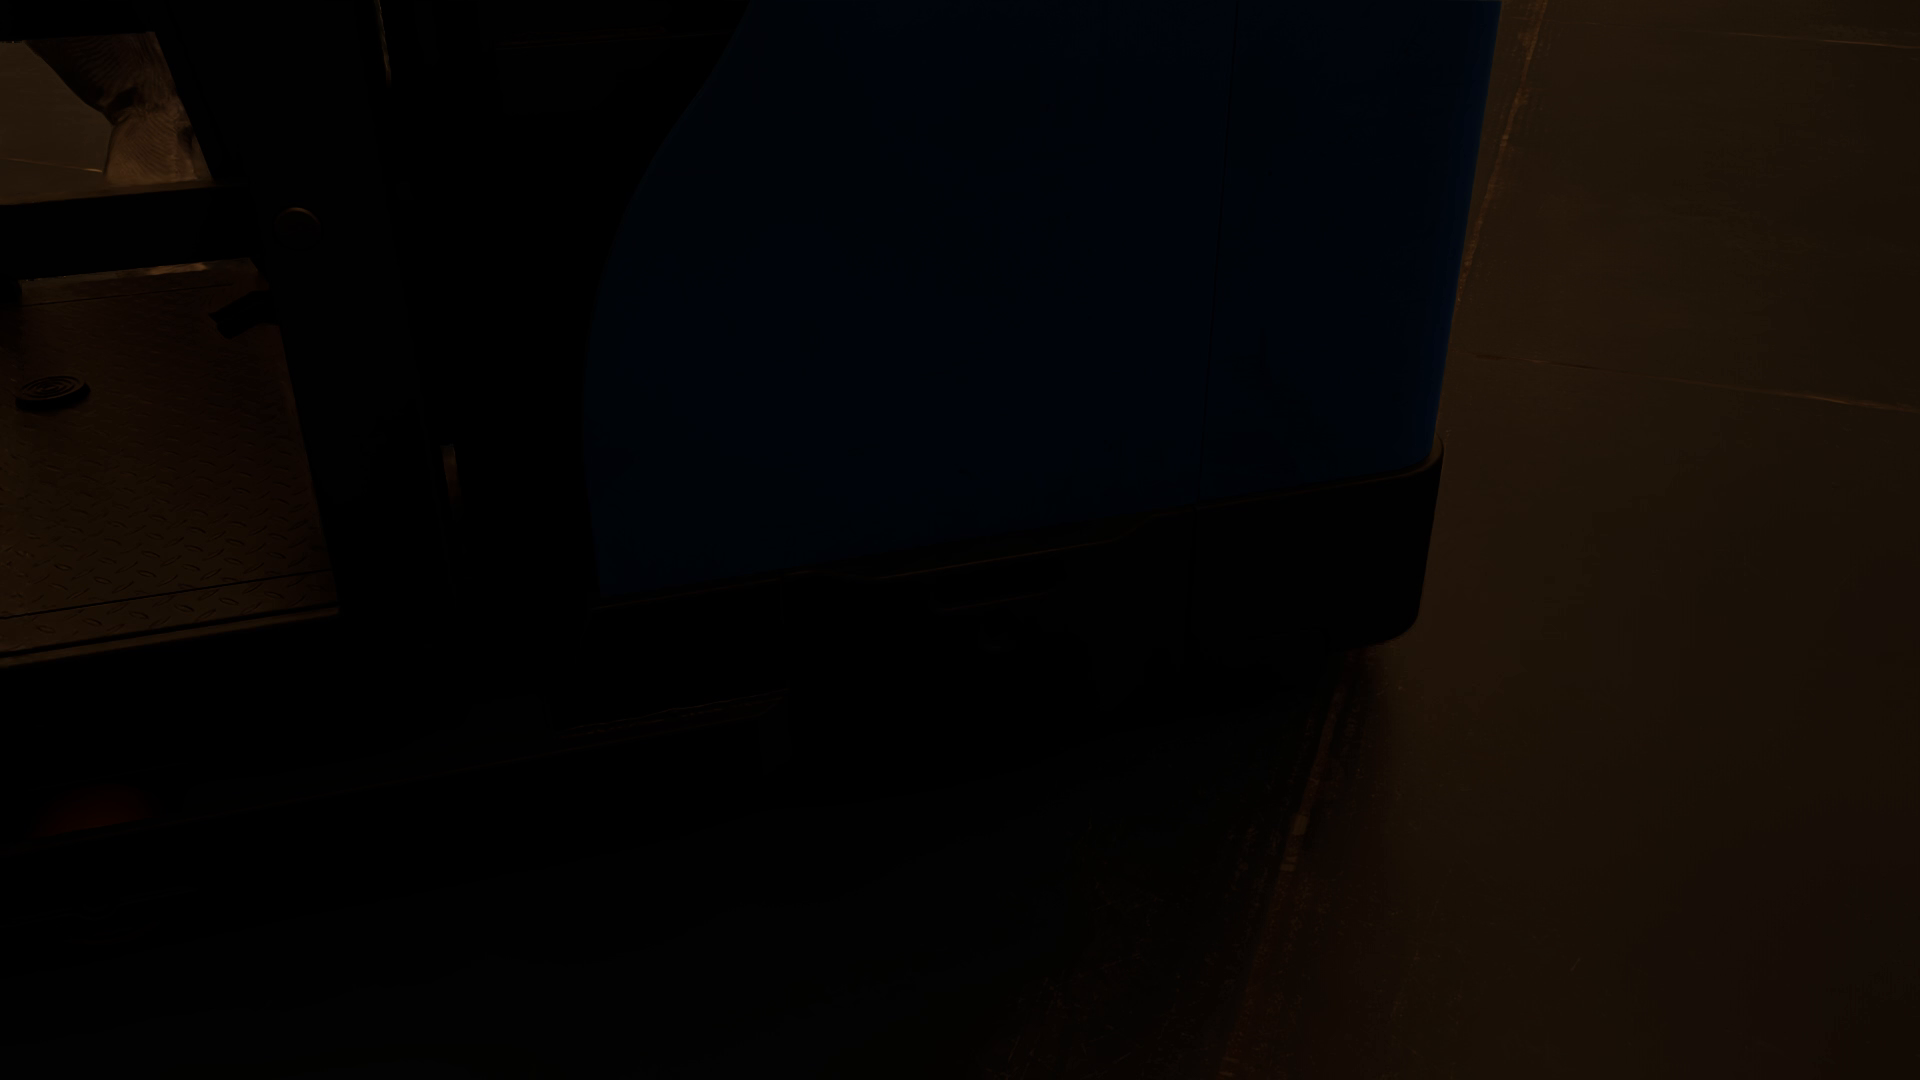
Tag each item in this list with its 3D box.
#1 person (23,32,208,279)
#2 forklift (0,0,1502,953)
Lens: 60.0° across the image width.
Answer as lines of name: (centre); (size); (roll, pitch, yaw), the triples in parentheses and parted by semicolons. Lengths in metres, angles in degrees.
person: (-1.392, -1.200, 3.060); (1.031, 1.524, 0.933); (23, 37, 35)
forklift: (-0.969, -1.113, 1.491); (3.031, 2.935, 1.130); (-9, 31, -16)
